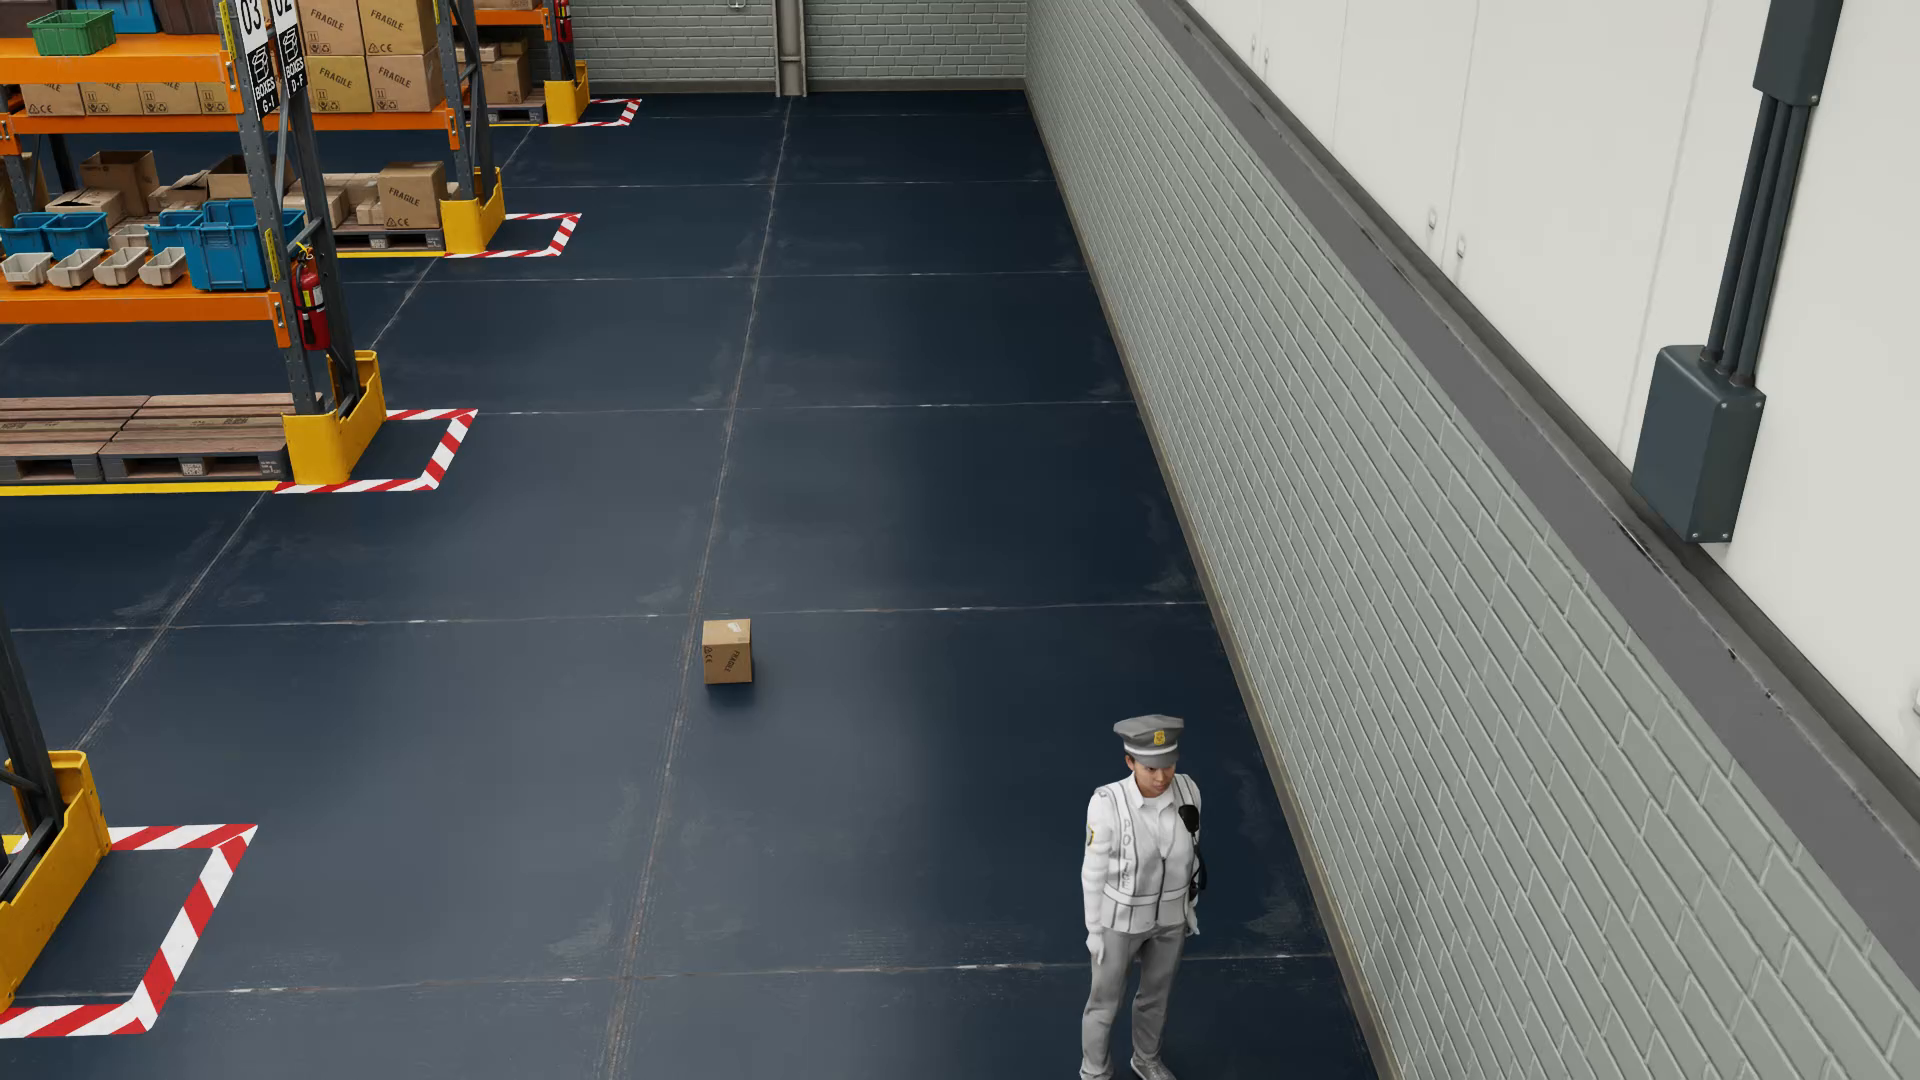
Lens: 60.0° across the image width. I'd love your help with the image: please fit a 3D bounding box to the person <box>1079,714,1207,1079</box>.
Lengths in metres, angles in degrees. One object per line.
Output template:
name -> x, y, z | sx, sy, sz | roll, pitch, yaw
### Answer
person -> 0.661, 1.359, 6.004 | 0.461, 1.694, 0.354 | -10, 29, -19
